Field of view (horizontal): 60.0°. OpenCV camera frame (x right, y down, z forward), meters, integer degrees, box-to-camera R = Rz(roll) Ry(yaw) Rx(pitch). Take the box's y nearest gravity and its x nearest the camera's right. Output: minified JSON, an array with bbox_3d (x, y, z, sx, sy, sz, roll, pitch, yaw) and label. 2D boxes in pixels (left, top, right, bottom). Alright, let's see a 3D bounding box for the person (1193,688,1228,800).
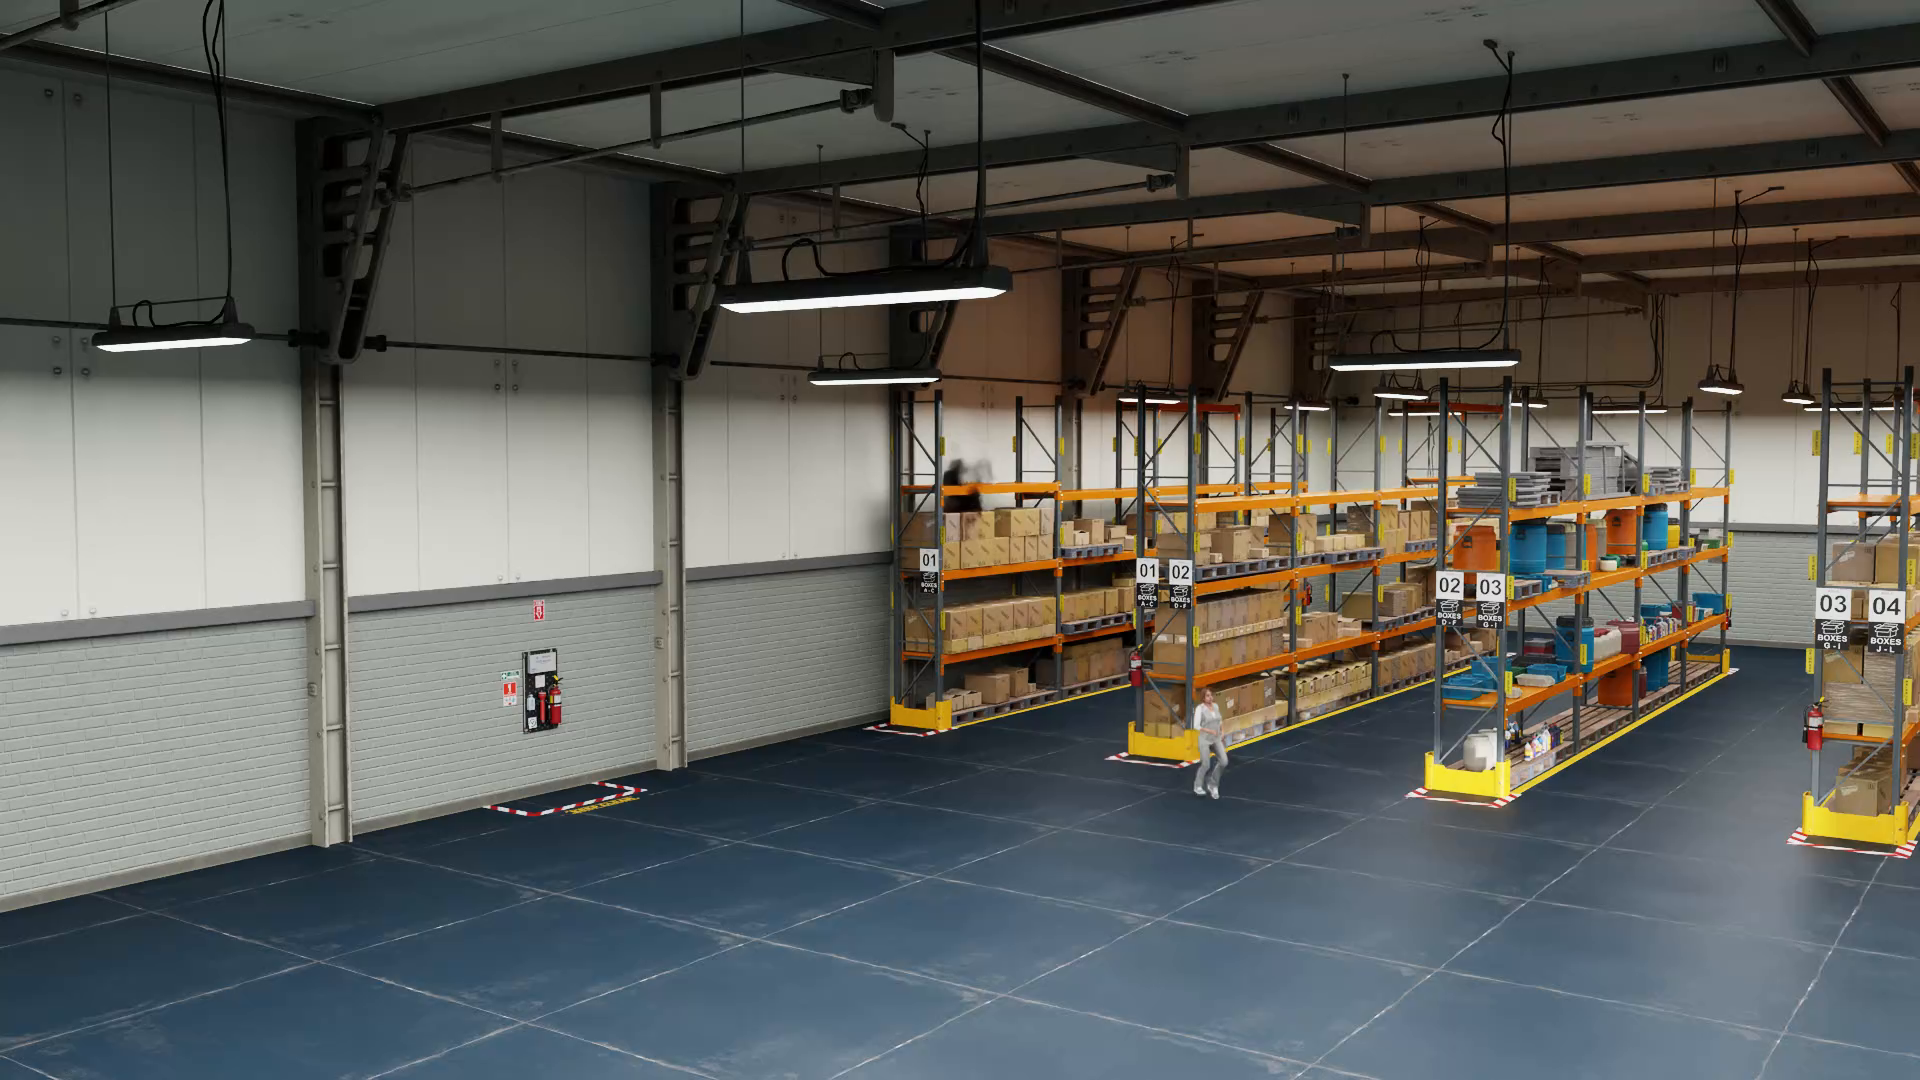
[{"bbox_3d":[3.557,2.889,23.628,0.548,1.585,0.661,-1,3,-22],"label":"person"}]
